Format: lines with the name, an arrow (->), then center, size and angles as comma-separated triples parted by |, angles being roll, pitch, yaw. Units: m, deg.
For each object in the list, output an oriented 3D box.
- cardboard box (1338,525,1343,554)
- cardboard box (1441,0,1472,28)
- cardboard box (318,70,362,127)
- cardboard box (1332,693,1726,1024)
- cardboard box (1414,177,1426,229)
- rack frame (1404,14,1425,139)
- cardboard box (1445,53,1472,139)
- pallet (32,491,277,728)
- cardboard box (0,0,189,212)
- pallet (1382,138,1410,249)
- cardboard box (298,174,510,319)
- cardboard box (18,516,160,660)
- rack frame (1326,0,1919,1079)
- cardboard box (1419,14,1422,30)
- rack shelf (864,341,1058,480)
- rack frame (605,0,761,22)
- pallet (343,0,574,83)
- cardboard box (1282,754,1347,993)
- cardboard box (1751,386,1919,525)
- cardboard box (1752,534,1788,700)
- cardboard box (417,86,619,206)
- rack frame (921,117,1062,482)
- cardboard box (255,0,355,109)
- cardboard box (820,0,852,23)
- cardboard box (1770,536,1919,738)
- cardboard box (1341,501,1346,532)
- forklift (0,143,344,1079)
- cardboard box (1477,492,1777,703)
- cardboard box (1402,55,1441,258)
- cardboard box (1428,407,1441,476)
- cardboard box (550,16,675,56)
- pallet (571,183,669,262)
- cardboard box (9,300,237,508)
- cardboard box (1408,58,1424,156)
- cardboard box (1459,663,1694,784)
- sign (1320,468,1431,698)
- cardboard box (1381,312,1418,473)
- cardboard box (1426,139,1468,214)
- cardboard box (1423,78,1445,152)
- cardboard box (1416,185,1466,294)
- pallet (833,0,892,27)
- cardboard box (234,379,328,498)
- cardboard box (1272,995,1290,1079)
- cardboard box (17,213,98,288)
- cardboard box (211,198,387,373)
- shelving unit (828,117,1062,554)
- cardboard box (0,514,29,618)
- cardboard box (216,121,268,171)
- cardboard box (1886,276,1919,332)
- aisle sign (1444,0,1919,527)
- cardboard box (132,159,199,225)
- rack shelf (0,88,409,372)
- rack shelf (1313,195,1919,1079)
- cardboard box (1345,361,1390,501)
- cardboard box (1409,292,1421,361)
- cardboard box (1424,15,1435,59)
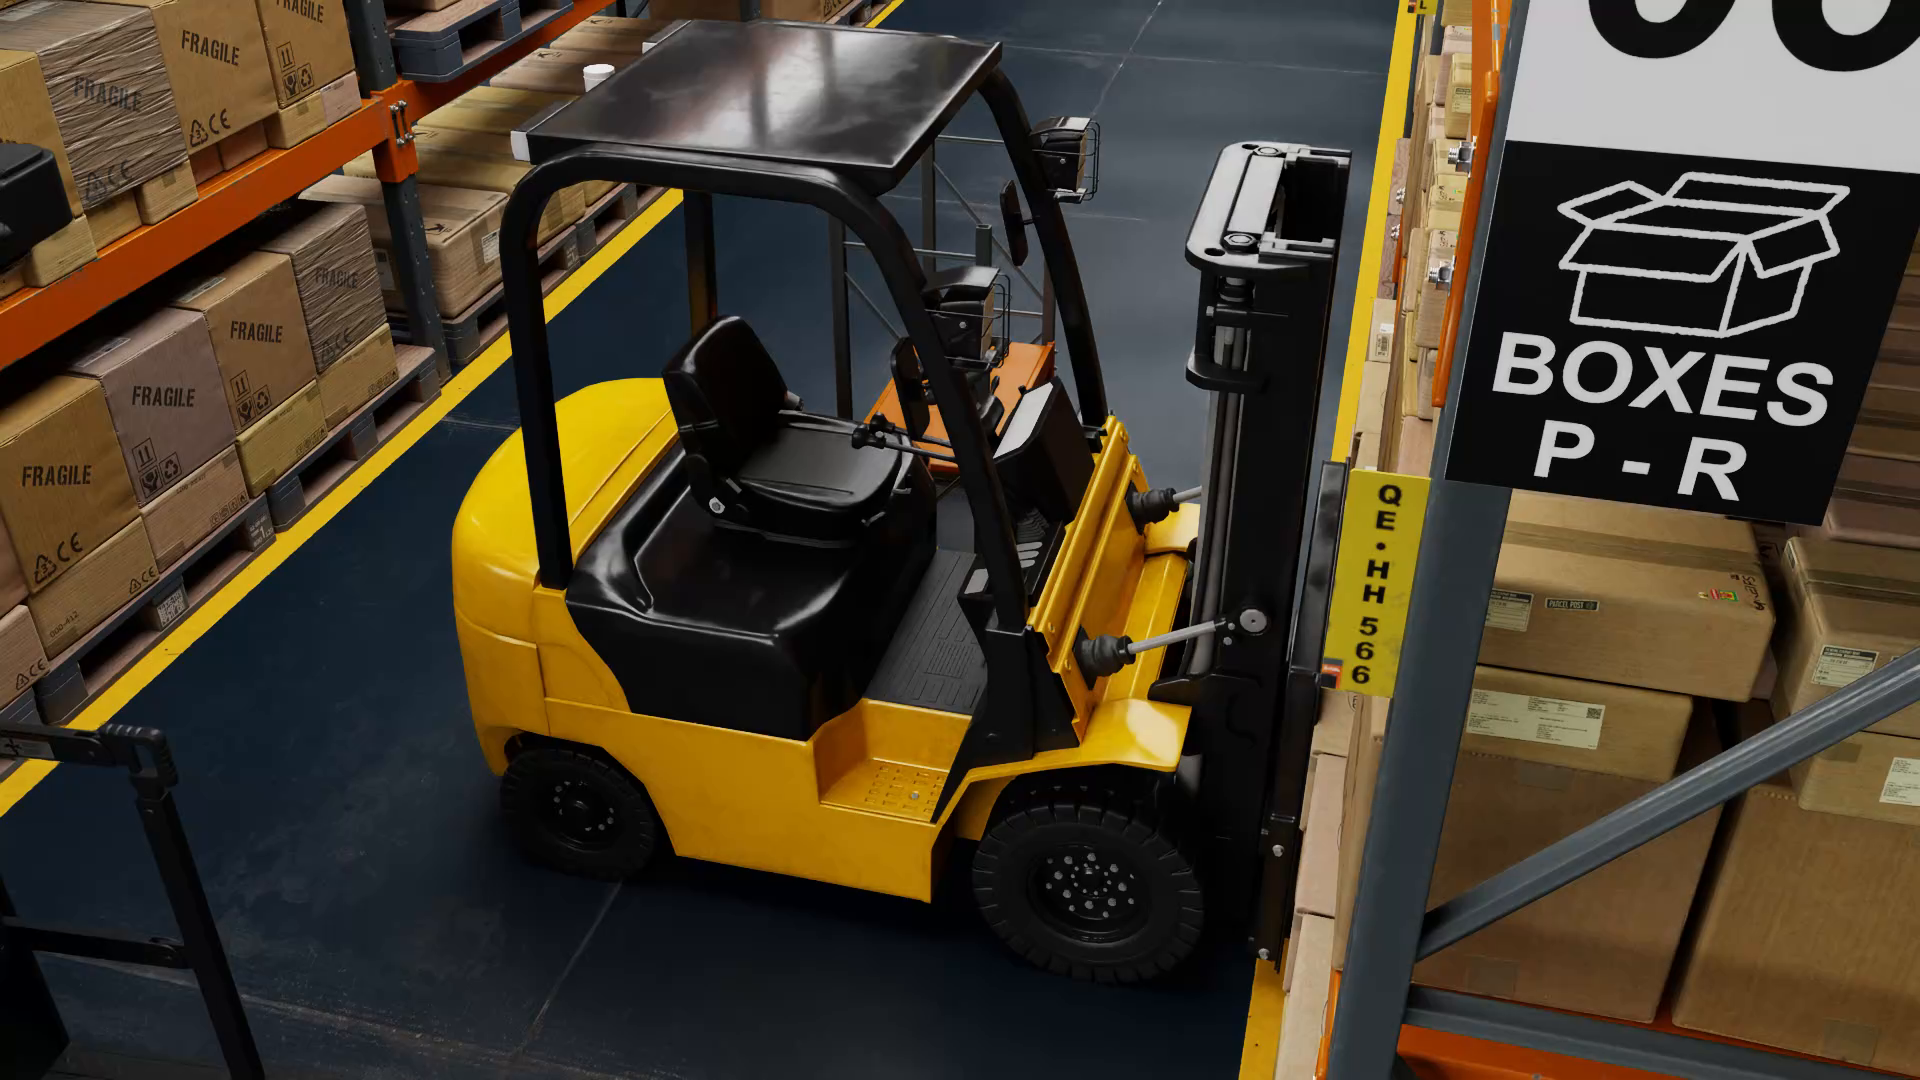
cardboard box -> 1.229, 0.218, 4.351 | 0.500, 0.250, 0.500 | 7, 33, 11
cardboard box -> 1.683, -1.663, 5.095 | 0.380, 0.149, 0.250 | 9, 33, 13
cardboard box -> -2.538, -1.706, 6.372 | 0.380, 0.149, 0.250 | 8, 33, 12
cardboard box -> 0.907, 0.396, 2.738 | 0.500, 0.500, 0.500 | 7, 33, 11
cardboard box -> 1.442, -0.659, 4.397 | 0.500, 0.500, 0.500 | 8, 33, 12
rack frame -> 3.066, -3.422, 8.838 | 1.000, 3.000, 0.127 | 8, 33, 12
cardboard box -> 1.444, -1.124, 4.246 | 0.380, 0.149, 0.250 | 8, 33, 12
pallet -> -3.195, 0.145, 5.826 | 1.003, 0.211, 1.213 | 8, 33, 12
cardboard box -> -2.874, -1.386, 5.264 | 0.500, 0.500, 0.500 | 9, 34, 14
pallet -> 2.820, -1.824, 8.922 | 1.003, 0.211, 1.213 | 8, 33, 12
cardboard box -> -2.620, -1.361, 7.653 | 0.950, 0.372, 0.625 | 8, 33, 13
cardboard box -> -3.031, 0.109, 5.455 | 0.500, 0.250, 0.500 | 10, 34, 16
rack frame -> 1.033, 0.729, 2.308 | 0.949, 2.616, 0.053 | 8, 33, 12
cardboard box -> 3.347, -3.596, 11.049 | 0.500, 0.500, 0.500 | 7, 33, 11
rack shelf -> -0.022, -0.437, 5.875 | 0.538, 0.185, 1.000 | 8, 33, 12
rack frame -> -1.736, -4.096, 9.898 | 1.000, 3.000, 0.127 | 8, 33, 12
pallet -> -2.416, -2.316, 7.277 | 1.003, 0.211, 1.213 | 8, 33, 12
cardboard box -> 0.975, 0.743, 3.525 | 0.500, 0.250, 0.500 | 9, 33, 13
cardboard box -> 1.480, -0.128, 2.680 | 0.380, 0.149, 0.250 | 9, 33, 13
cardboard box -> 1.374, 0.136, 2.543 | 0.380, 0.149, 0.250 | 8, 33, 12
cardboard box -> -2.266, -2.096, 8.809 | 0.950, 0.372, 0.625 | 9, 34, 14
rack frame -> 0.107, -0.852, 6.193 | 0.500, 1.500, 0.032 | 8, 33, 12
cardboard box -> -2.623, -1.924, 6.110 | 0.500, 0.500, 0.500 | 7, 33, 11
cardboard box -> -1.250, -4.186, 11.628 | 0.875, 0.875, 0.875 | 8, 33, 13
cardboard box -> 1.328, 0.142, 2.255 | 0.380, 0.149, 0.250 | 7, 33, 11
cardboard box -> 1.494, 0.108, 5.456 | 0.500, 0.250, 0.500 | 7, 33, 11
forklift -> -1.913, 0.510, 2.716 | 3.031, 2.935, 1.130 | 5, 33, 8
cardboard box -> 0.923, 0.073, 2.364 | 0.380, 0.149, 0.250 | 8, 33, 12
cardboard box -> 1.686, -1.194, 5.239 | 0.500, 0.500, 0.500 | 7, 33, 11
cardboard box -> 0.996, -0.199, 2.792 | 0.380, 0.149, 0.250 | 9, 33, 13
cardboard box -> -1.889, -2.873, 10.031 | 0.950, 0.372, 0.625 | 6, 33, 9
pallet -> -2.247, -1.883, 9.015 | 1.003, 0.211, 1.213 | 8, 33, 12
cardboard box -> -2.897, -0.481, 5.684 | 0.500, 0.500, 0.500 | 10, 34, 15
cardboard box -> 1.926, -1.581, 6.080 | 0.500, 0.250, 0.500 | 9, 33, 13
cardboard box -> 0.853, 0.195, 2.450 | 0.380, 0.149, 0.250 | 8, 33, 13
sign -> 0.515, 0.059, 2.061 | 0.100, 0.325, 0.005 | 8, 33, 12
cardboard box -> 1.177, -0.138, 3.578 | 0.500, 0.500, 0.500 | 7, 33, 11
cardboard box -> 1.363, -0.873, 4.129 | 0.380, 0.149, 0.250 | 7, 33, 11
cardboard box -> 1.478, -1.142, 4.552 | 0.380, 0.149, 0.250 | 9, 33, 13
cardboard box -> 1.150, -0.603, 3.428 | 0.380, 0.149, 0.250 | 9, 33, 13
pallet -> -1.151, -3.949, 12.266 | 1.003, 0.211, 1.213 | 8, 33, 12
cardboard box -> -2.766, -0.416, 6.281 | 0.500, 0.250, 0.500 | 7, 33, 11
cardboard box -> 0.857, 1.206, 3.263 | 0.500, 0.250, 0.500 | 8, 33, 12
cardboard box -> -2.916, -0.911, 5.122 | 0.380, 0.149, 0.250 | 8, 33, 13
cardboard box -> -2.642, -1.010, 6.516 | 0.500, 0.500, 0.500 | 8, 33, 12
shelving unit -> -0.019, -0.593, 5.785 | 0.587, 1.500, 1.083 | 8, 33, 12
cardboard box -> -3.160, 0.057, 4.838 | 0.500, 0.500, 0.500 | 7, 33, 11
cardboard box -> -2.736, -1.451, 5.971 | 0.380, 0.149, 0.250 | 8, 33, 13
cardboard box -> 1.600, -0.394, 3.099 | 0.380, 0.149, 0.250 | 9, 34, 14
aisle sign -> 0.735, -0.374, 1.619 | 0.394, 0.787, 0.004 | 8, 33, 12
cardboard box -> -2.792, -1.179, 5.542 | 0.380, 0.149, 0.250 | 8, 33, 12
rack shelf -> -3.259, -0.679, 5.193 | 1.077, 0.370, 4.000 | 8, 33, 12
rack shelf -> 1.544, -0.005, 4.133 | 1.077, 0.370, 4.000 | 8, 33, 12
cardboard box -> 1.485, -0.313, 5.186 | 0.500, 0.250, 0.500 | 8, 33, 12
cardboard box -> 1.155, -0.474, 3.502 | 0.380, 0.149, 0.250 | 8, 33, 13
cardboard box -> 1.929, -1.784, 5.934 | 0.500, 0.250, 0.500 | 7, 33, 11
